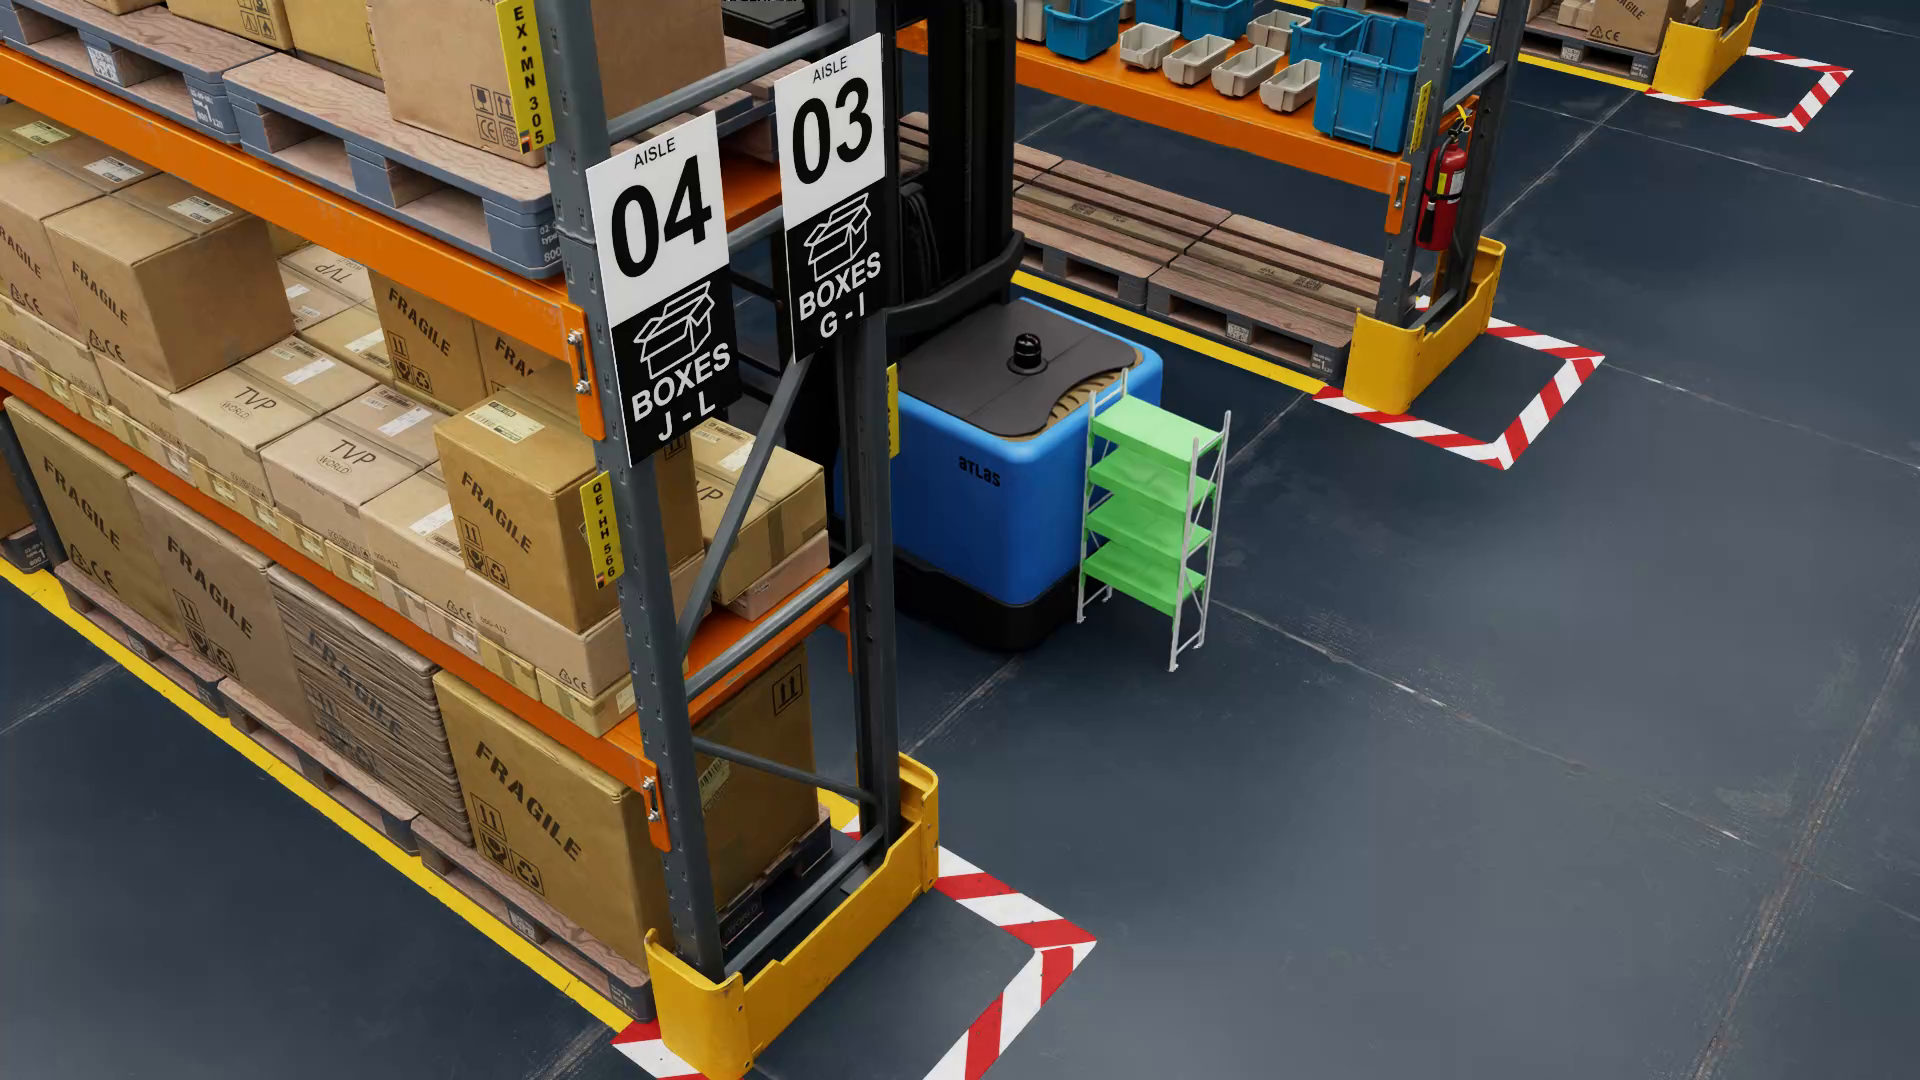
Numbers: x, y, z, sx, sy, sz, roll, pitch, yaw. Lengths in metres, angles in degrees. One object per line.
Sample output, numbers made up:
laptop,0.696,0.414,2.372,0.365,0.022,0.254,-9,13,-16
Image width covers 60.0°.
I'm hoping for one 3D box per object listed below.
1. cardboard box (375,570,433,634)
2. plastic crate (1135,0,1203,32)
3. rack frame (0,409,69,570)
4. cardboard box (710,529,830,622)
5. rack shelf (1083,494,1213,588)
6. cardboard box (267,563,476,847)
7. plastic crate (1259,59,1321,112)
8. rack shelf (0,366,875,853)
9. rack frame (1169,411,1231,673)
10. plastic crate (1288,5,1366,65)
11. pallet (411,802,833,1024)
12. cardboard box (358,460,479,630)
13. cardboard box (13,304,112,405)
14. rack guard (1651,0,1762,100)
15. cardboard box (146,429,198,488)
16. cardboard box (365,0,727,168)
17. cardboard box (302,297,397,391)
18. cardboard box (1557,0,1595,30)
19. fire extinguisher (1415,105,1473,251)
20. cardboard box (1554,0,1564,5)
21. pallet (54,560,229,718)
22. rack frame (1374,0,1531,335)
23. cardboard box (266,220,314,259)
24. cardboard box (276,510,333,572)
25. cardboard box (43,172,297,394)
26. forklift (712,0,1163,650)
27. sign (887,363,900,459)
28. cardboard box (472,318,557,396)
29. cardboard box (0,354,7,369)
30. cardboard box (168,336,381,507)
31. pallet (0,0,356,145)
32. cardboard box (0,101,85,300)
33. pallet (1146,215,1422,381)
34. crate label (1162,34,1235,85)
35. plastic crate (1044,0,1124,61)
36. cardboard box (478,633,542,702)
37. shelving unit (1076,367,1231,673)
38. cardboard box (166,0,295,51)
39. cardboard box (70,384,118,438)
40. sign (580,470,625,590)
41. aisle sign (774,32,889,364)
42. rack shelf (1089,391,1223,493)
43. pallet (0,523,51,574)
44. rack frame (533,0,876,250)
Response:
cardboard box,-1.650,0.106,5.385,0.250,0.149,0.380,26,45,29
plastic crate,1.167,-2.977,9.206,0.300,0.233,0.416,25,45,29
rack frame,-3.739,-1.233,6.891,0.127,3.000,1.000,25,45,29
cardboard box,-0.643,0.070,5.432,0.250,0.149,0.380,26,45,29
rack shelf,0.780,-0.017,6.902,0.480,0.148,0.258,27,46,30
cardboard box,-1.842,0.395,6.195,0.875,0.875,0.875,25,45,29
plastic crate,1.690,-2.297,8.415,0.243,0.136,0.396,25,45,29
rack shelf,-2.150,-0.201,6.157,4.000,0.370,1.077,25,45,29
rack frame,0.967,0.030,6.739,0.015,1.200,0.240,27,46,30
plastic crate,1.928,-2.618,8.748,0.300,0.233,0.416,25,45,29
pallet,-1.244,1.102,6.171,1.213,0.211,1.003,25,45,29
cardboard box,-1.510,-0.035,5.242,0.500,0.250,0.500,24,44,28
cardboard box,-3.133,-0.798,6.216,0.500,0.250,0.500,25,44,28
rack guard,5.399,-3.628,11.979,0.348,0.500,1.175,25,45,29
cardboard box,-2.676,-0.375,6.000,0.250,0.149,0.380,26,45,29
cardboard box,-1.007,-1.328,4.077,0.500,0.500,0.700,23,43,26
cardboard box,-2.011,-0.679,6.065,0.500,0.250,0.500,24,44,28
cardboard box,4.611,-3.921,12.266,0.250,0.166,0.380,25,45,29
fire extinguisher,2.291,-1.704,7.858,0.183,0.674,0.296,25,45,29
cardboard box,4.803,-4.205,12.561,0.500,0.250,0.500,25,45,29
pallet,-3.183,0.188,7.338,1.213,0.211,1.003,25,45,29
rack frame,2.447,-2.160,8.076,0.127,3.000,1.000,25,45,29
cardboard box,-2.816,-1.355,6.320,0.500,0.500,0.500,26,45,29
cardboard box,-2.063,-0.087,5.631,0.250,0.149,0.380,25,45,29
cardboard box,-2.711,-0.901,5.739,0.500,0.500,0.500,24,44,27
forklift,-0.577,-1.452,7.228,3.031,2.935,1.130,27,46,30
sign,-0.220,-0.376,5.031,0.005,0.325,0.100,25,45,29
cardboard box,-1.176,-0.587,5.339,0.500,0.500,0.500,24,44,28
cardboard box,-3.706,-0.860,6.619,0.250,0.149,0.380,25,45,29
cardboard box,-2.331,-0.418,5.731,0.500,0.250,0.500,25,45,29
pallet,-2.131,-1.610,5.012,1.213,0.211,1.003,25,45,29
cardboard box,-3.514,-1.282,6.226,0.500,0.500,0.500,25,45,29
pallet,1.816,-1.390,9.354,1.213,0.211,1.003,25,45,29
crate label,1.232,-2.505,8.681,0.243,0.136,0.396,25,45,29
plastic crate,0.660,-2.761,8.931,0.300,0.233,0.416,25,45,29
cardboard box,-1.252,0.295,5.143,0.250,0.149,0.380,26,45,29
shelving unit,0.780,-0.067,6.862,0.503,1.200,0.258,27,46,30
cardboard box,-1.821,-1.768,4.639,0.500,0.500,0.700,22,43,26
cardboard box,-3.078,-0.566,6.243,0.250,0.149,0.380,24,44,27
sign,-0.903,-0.023,4.215,0.005,0.325,0.100,25,45,29
aisle sign,-0.322,-0.878,4.330,0.004,0.787,0.394,25,45,29
rack shelf,0.780,-0.395,6.606,0.480,0.148,0.258,27,46,30
pallet,-4.398,-0.387,8.073,1.213,0.211,1.003,25,45,29
rack frame,-0.562,-2.097,3.129,0.127,3.000,1.000,25,45,29
